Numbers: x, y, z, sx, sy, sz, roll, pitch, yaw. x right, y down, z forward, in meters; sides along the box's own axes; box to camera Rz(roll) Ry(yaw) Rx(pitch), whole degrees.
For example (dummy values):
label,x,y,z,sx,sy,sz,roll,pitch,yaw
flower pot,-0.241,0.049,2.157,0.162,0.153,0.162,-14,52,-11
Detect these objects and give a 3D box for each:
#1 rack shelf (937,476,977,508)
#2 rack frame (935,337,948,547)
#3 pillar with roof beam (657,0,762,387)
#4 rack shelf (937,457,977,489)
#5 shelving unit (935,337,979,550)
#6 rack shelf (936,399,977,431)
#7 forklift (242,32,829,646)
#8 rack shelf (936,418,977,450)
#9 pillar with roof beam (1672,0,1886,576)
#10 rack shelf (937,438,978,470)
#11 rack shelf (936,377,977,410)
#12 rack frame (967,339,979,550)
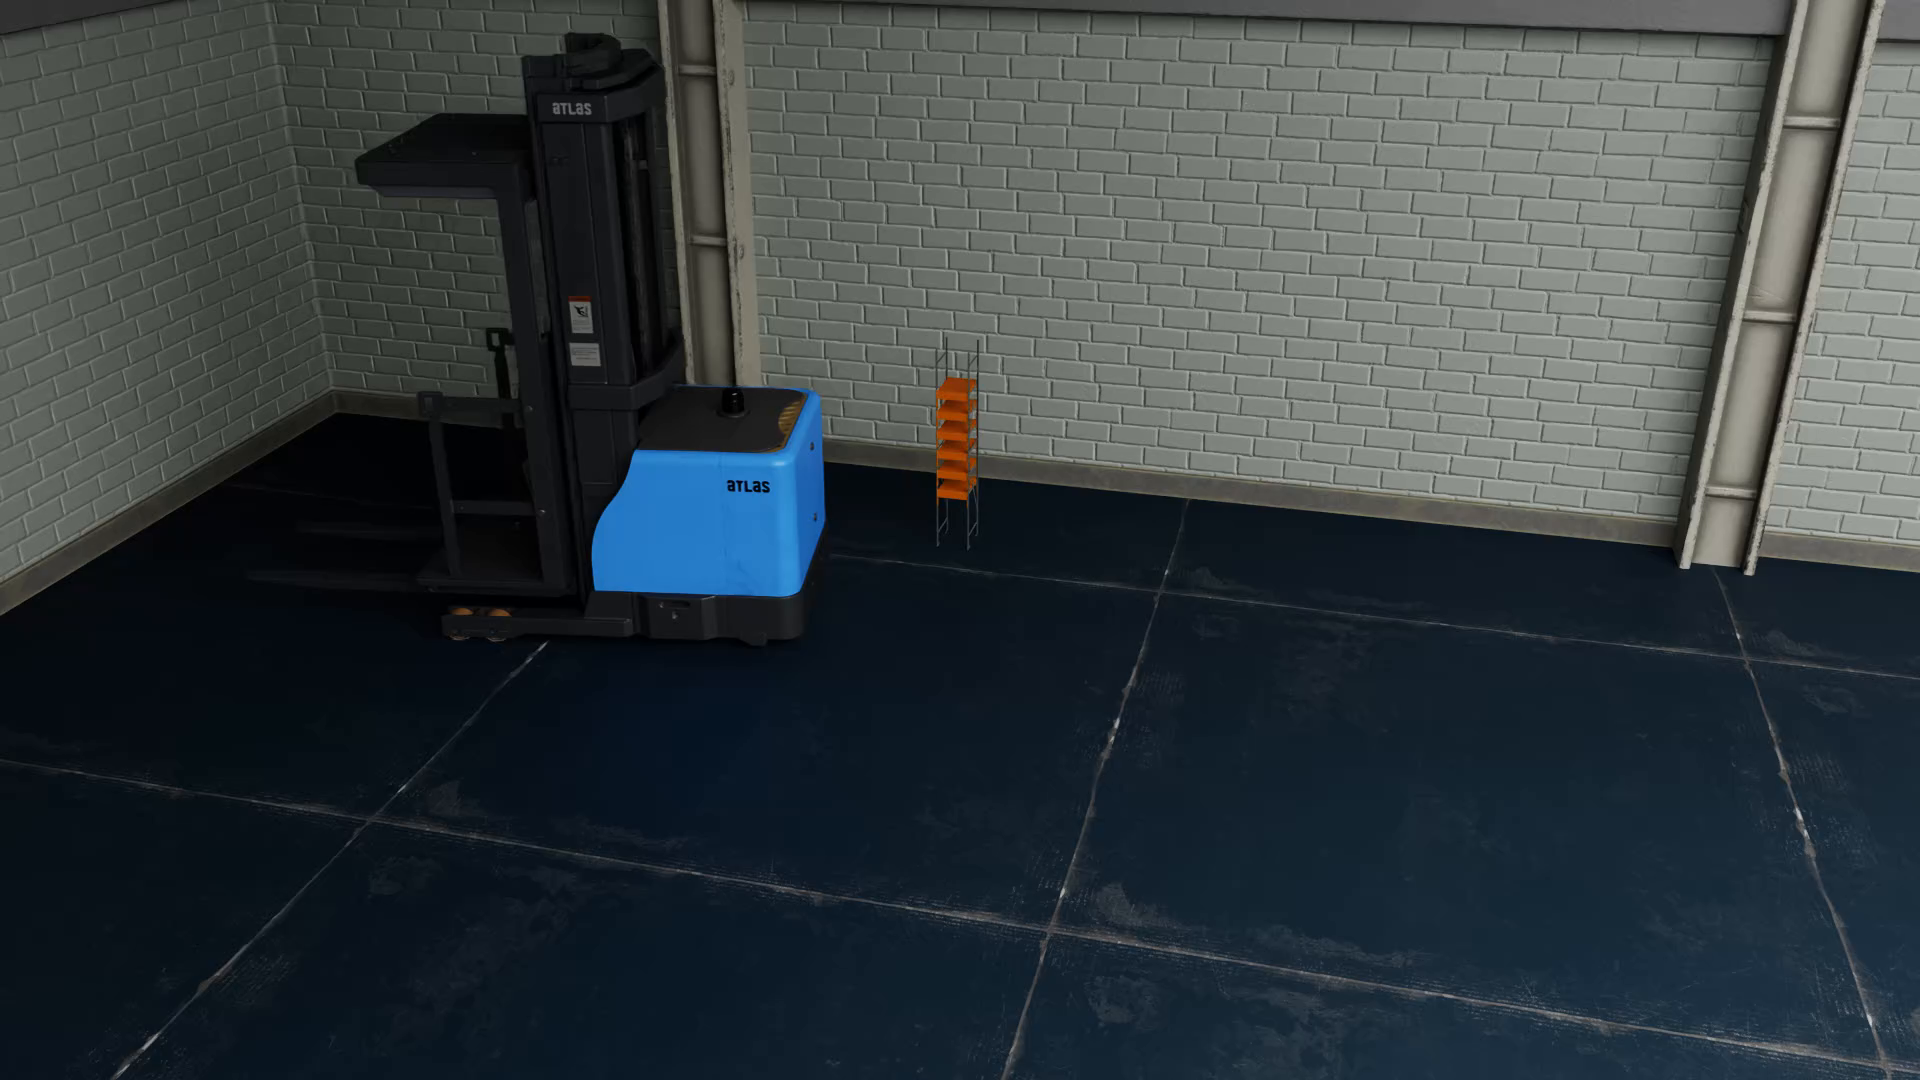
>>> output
label,x,y,z,sx,sy,sz,roll,pitch,yaw
rack shelf,-0.014,-0.286,9.618,0.180,0.103,0.258,6,26,13
rack frame,-0.103,-0.553,9.516,0.006,1.200,0.240,6,26,13
pillar with roof beam,-2.581,-2.799,5.160,0.400,9.000,9.100,6,26,13
rack shelf,-0.014,-0.395,9.566,0.180,0.103,0.258,6,26,13
shelving unit,-0.014,-0.543,9.495,0.189,1.200,0.258,6,26,13
rack shelf,-0.014,-0.720,9.411,0.180,0.103,0.258,6,26,13
forklift,-2.278,-1.018,8.480,3.031,2.935,1.130,2,26,4
rack shelf,-0.014,-0.612,9.463,0.180,0.103,0.258,6,26,13
pillar with roof beam,3.230,-2.156,3.811,0.400,9.000,9.100,6,26,13
rack shelf,-0.014,-0.503,9.514,0.180,0.103,0.258,6,26,13
rack shelf,-0.014,-0.828,9.360,0.180,0.103,0.258,6,26,13
rack frame,0.075,-0.533,9.475,0.006,1.200,0.240,6,26,13
